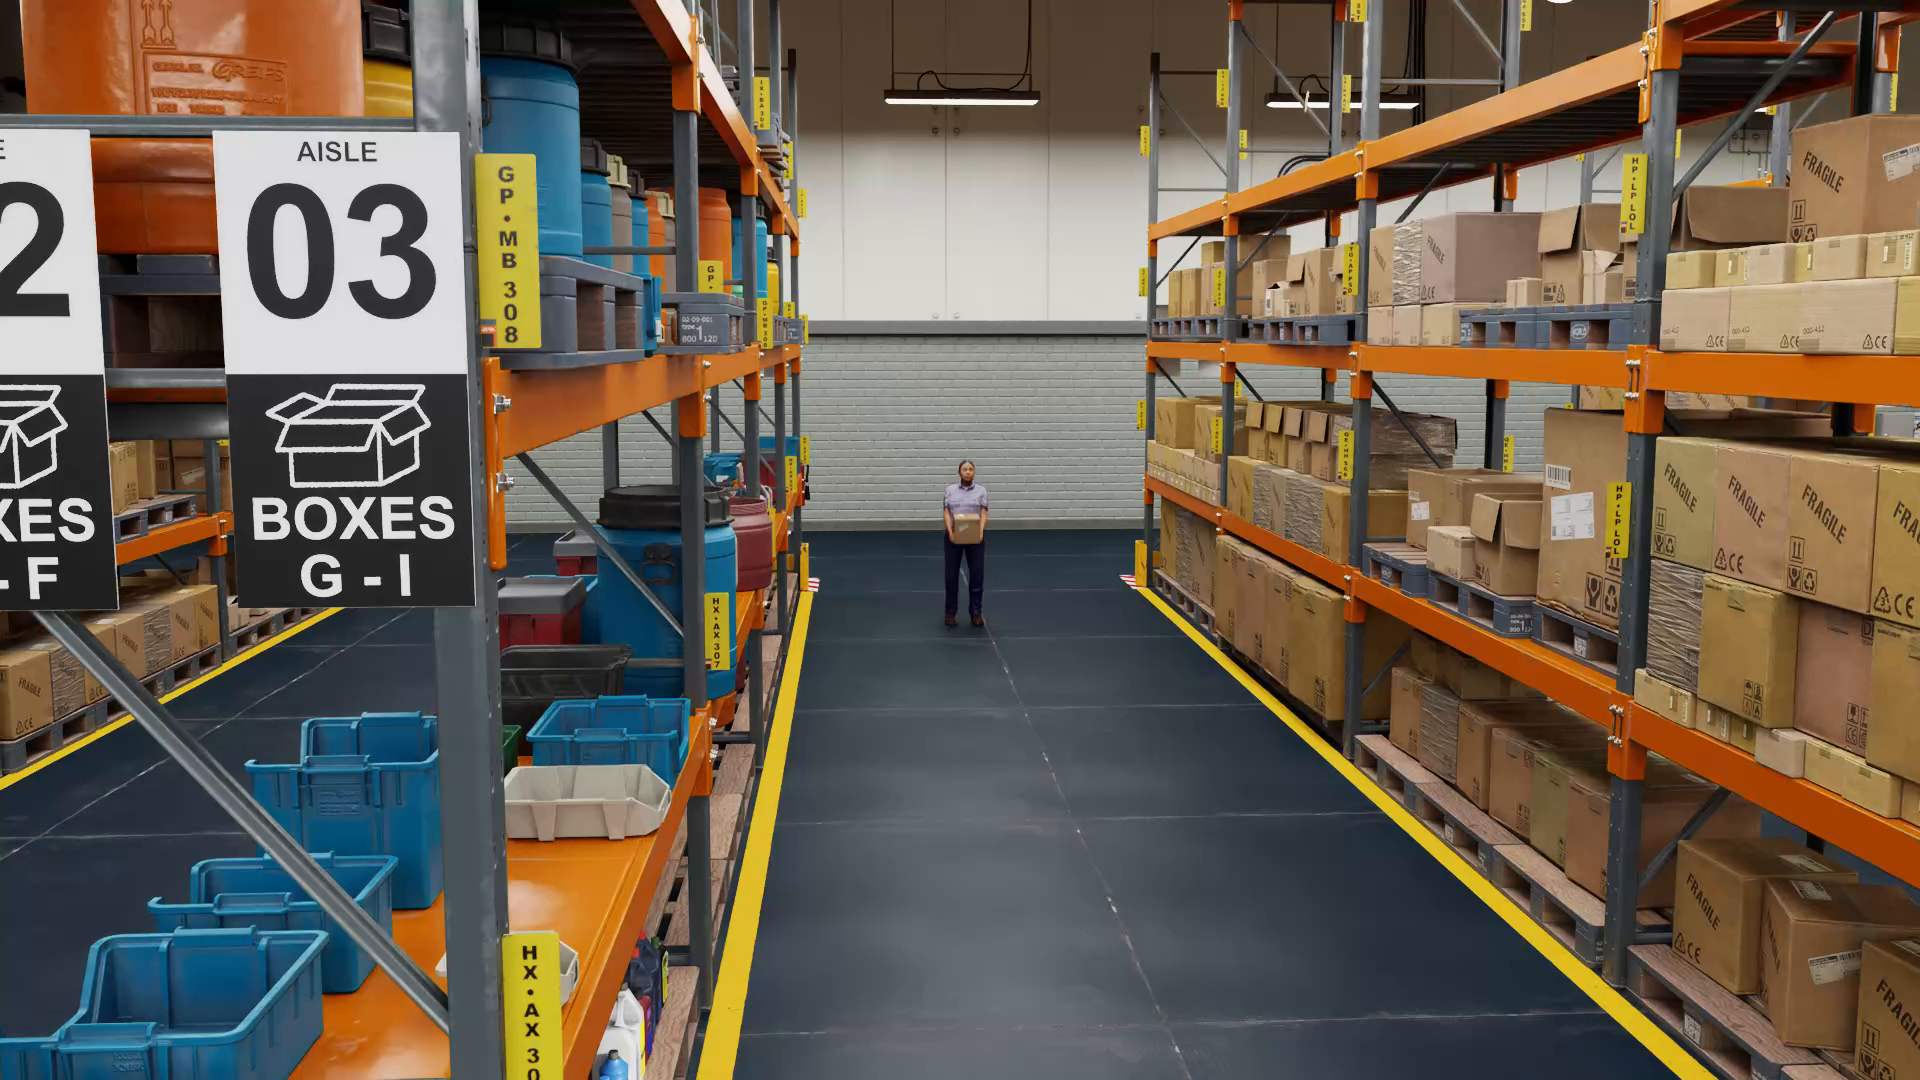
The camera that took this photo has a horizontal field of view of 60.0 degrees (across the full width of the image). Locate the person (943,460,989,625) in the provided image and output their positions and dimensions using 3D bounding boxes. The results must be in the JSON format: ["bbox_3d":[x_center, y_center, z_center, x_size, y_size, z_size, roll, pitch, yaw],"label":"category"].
[{"bbox_3d":[0.062,0.027,16.612,0.455,1.641,0.512,0,7,-2],"label":"person"}]
